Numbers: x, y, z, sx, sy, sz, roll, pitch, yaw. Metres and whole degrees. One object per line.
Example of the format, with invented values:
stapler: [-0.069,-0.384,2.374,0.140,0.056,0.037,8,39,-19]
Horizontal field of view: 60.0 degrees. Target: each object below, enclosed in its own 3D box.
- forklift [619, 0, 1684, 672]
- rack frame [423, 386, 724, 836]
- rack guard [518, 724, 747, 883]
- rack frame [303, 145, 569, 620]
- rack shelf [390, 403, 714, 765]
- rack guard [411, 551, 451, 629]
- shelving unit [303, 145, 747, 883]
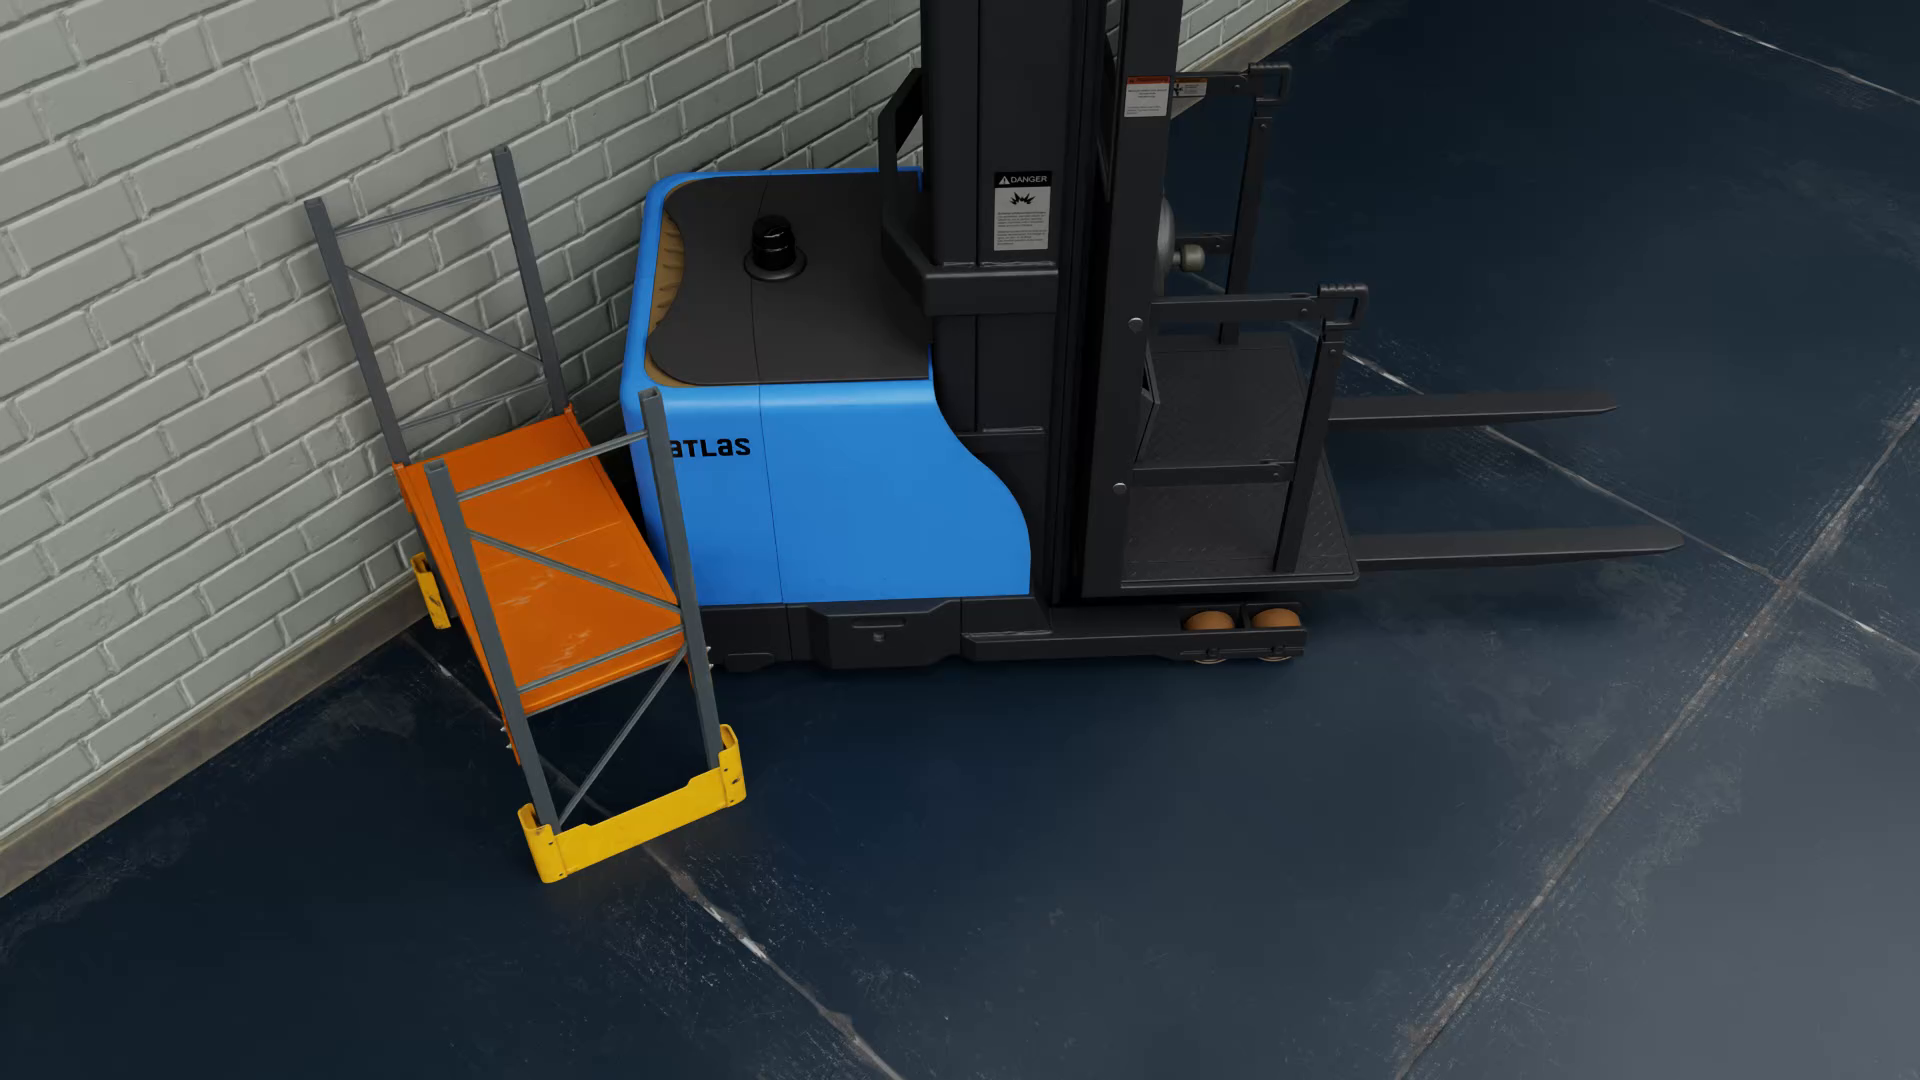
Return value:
forklift: [0.622,-1.025,4.202,3.031,2.935,1.130,-2,47,-2]
rack frame: [-0.851,0.285,3.954,0.500,1.500,0.032,-21,50,-19]
rack guard: [-0.860,0.700,4.421,0.587,0.250,0.087,-21,50,-19]
rack frame: [-1.333,-0.368,4.567,0.500,1.500,0.032,-21,50,-19]
rack shelf: [-1.092,0.082,4.391,0.538,0.185,1.000,-21,50,-19]
rack guard: [-1.332,0.061,5.021,0.587,0.250,0.087,-21,50,-19]
shelving unit: [-1.096,-0.047,4.266,0.587,1.500,1.083,-21,50,-19]
